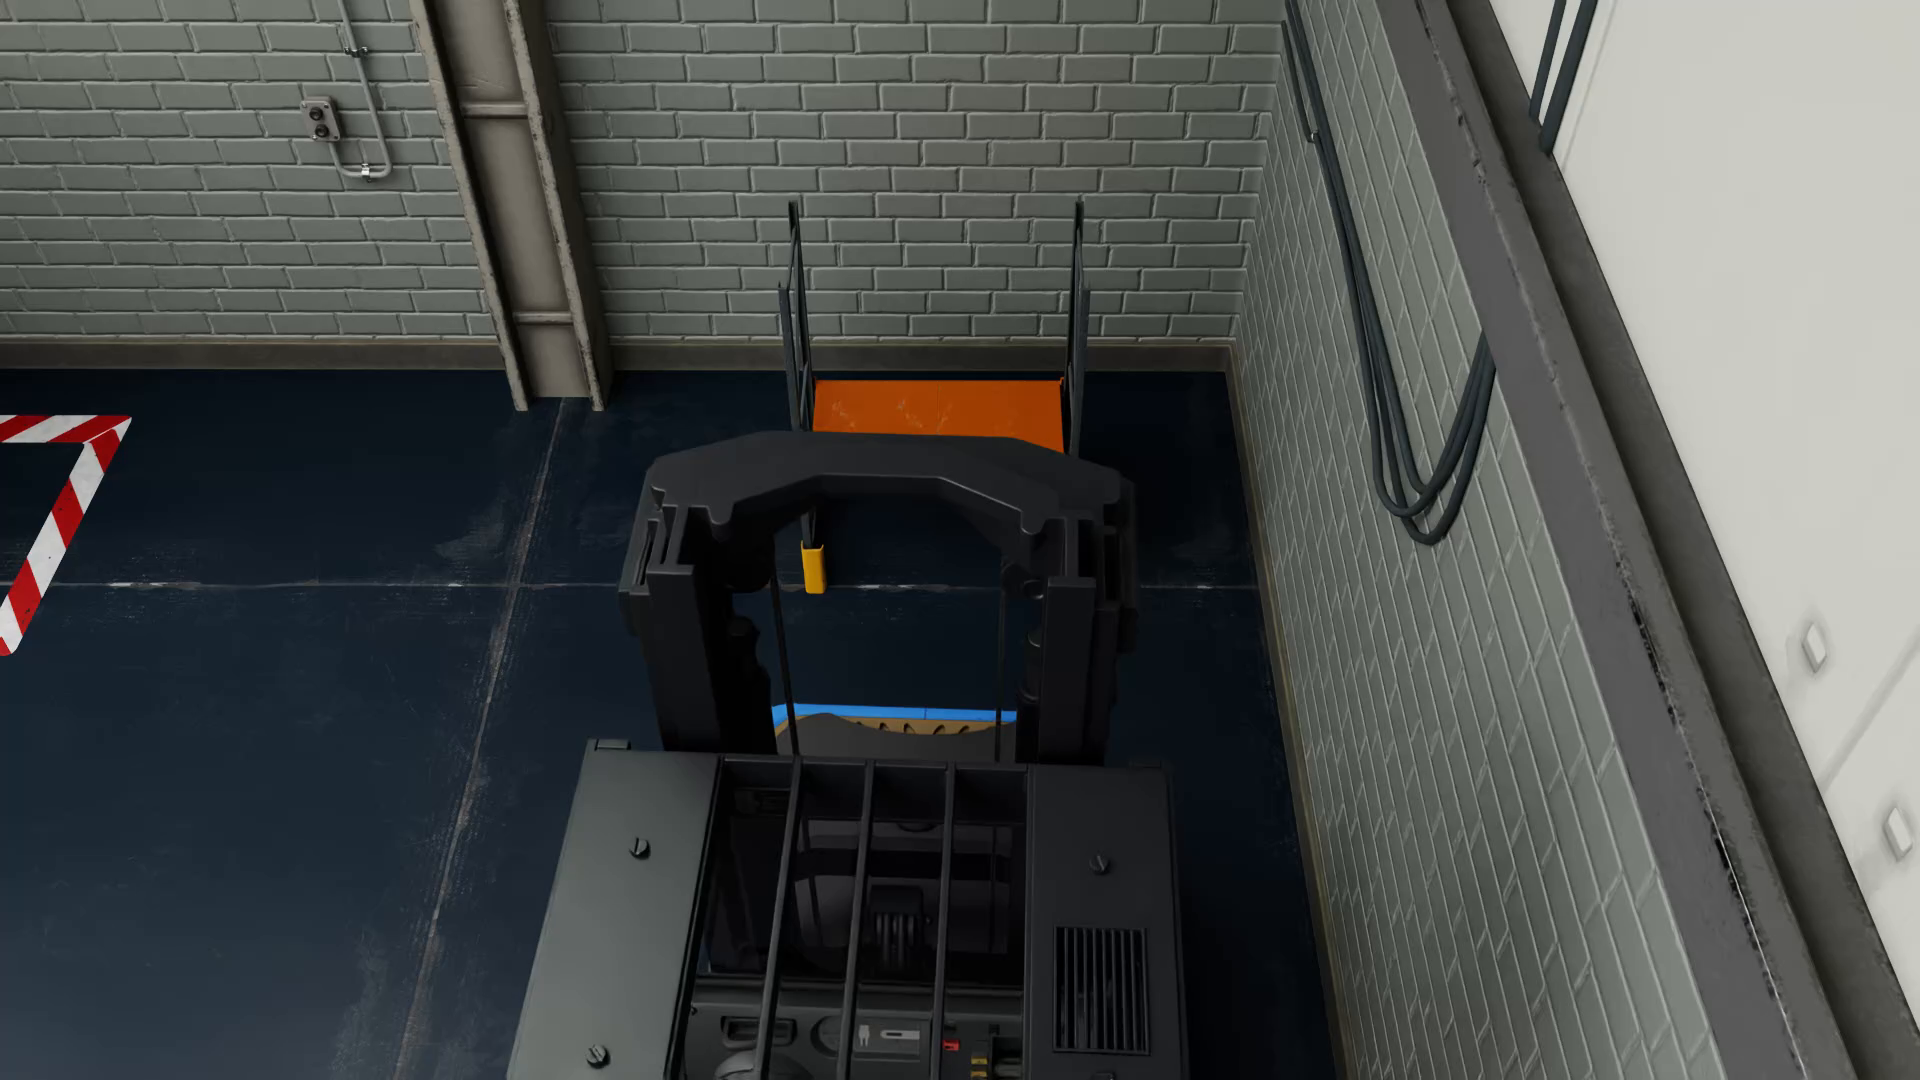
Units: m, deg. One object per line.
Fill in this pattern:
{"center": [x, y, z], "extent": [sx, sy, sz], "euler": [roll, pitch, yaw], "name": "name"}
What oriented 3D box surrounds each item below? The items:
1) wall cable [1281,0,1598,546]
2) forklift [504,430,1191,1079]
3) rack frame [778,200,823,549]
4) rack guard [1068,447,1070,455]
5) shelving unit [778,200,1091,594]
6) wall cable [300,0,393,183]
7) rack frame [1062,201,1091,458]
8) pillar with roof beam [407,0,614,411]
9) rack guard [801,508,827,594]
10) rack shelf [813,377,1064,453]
{"center": [1.182, -1.791, 4.472], "extent": [0.112, 2.526, 3.097], "euler": [0, 47, 0], "name": "wall cable"}
{"center": [-0.164, 1.308, 3.611], "extent": [1.130, 2.935, 3.031], "euler": [2, 47, 2], "name": "forklift"}
{"center": [-0.594, -0.513, 6.283], "extent": [0.032, 1.500, 0.500], "euler": [0, 47, 0], "name": "rack frame"}
{"center": [0.422, -0.084, 6.738], "extent": [0.087, 0.250, 0.587], "euler": [0, 47, 0], "name": "rack guard"}
{"center": [-0.076, -0.511, 6.282], "extent": [1.083, 1.500, 0.587], "euler": [0, 47, 0], "name": "shelving unit"}
{"center": [-3.189, -2.117, 6.058], "extent": [1.851, 1.984, 0.084], "euler": [0, 47, 0], "name": "wall cable"}
{"center": [0.423, -0.510, 6.281], "extent": [0.032, 1.500, 0.500], "euler": [0, 47, 0], "name": "rack frame"}
{"center": [-1.785, -0.601, 1.242], "extent": [0.400, 9.000, 9.100], "euler": [0, 47, 0], "name": "pillar with roof beam"}
{"center": [-0.574, -0.087, 6.741], "extent": [0.087, 0.250, 0.587], "euler": [0, 47, 0], "name": "rack guard"}
{"center": [-0.085, -0.389, 6.414], "extent": [1.000, 0.185, 0.538], "euler": [0, 47, 0], "name": "rack shelf"}
